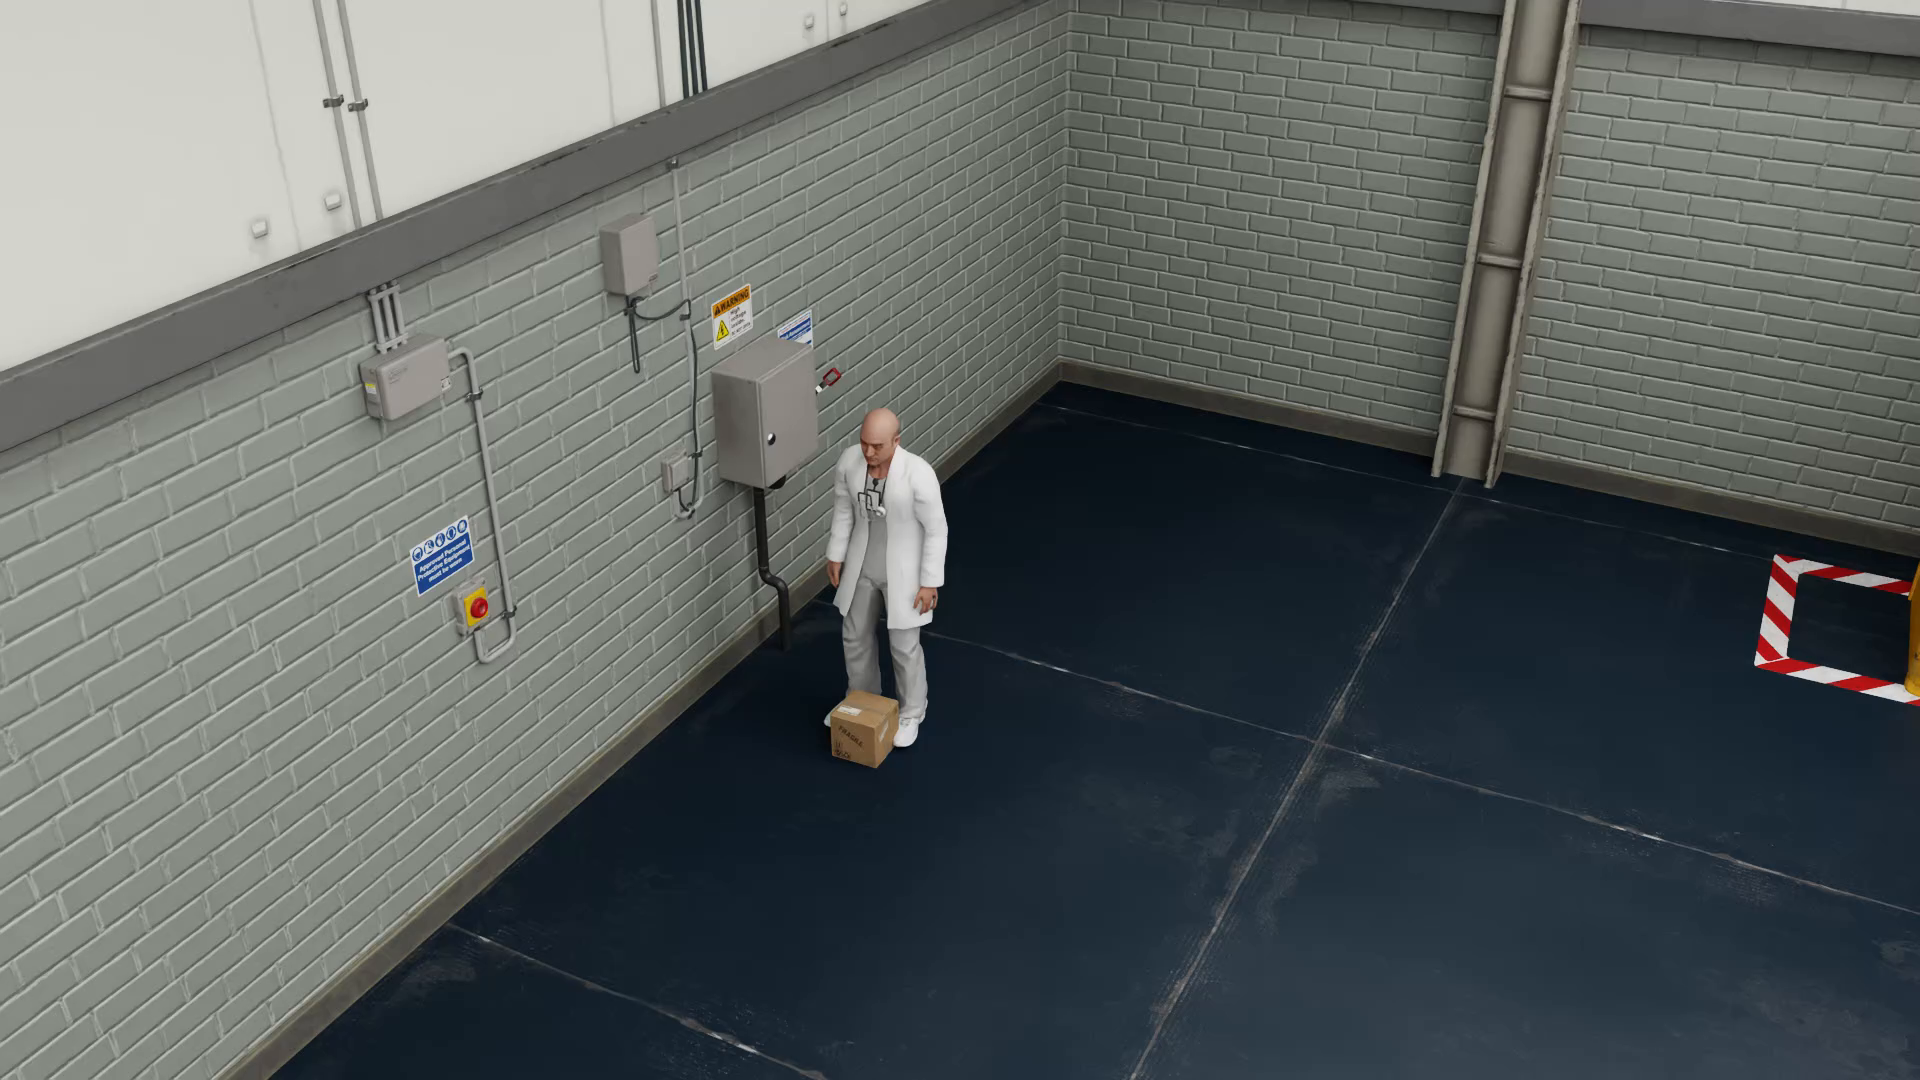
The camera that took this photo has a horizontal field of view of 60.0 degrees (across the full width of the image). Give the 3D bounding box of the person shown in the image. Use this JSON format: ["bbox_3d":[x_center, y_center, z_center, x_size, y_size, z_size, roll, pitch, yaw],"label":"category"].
[{"bbox_3d":[-0.364,0.156,8.039,0.644,1.774,0.427,14,33,24],"label":"person"}]
